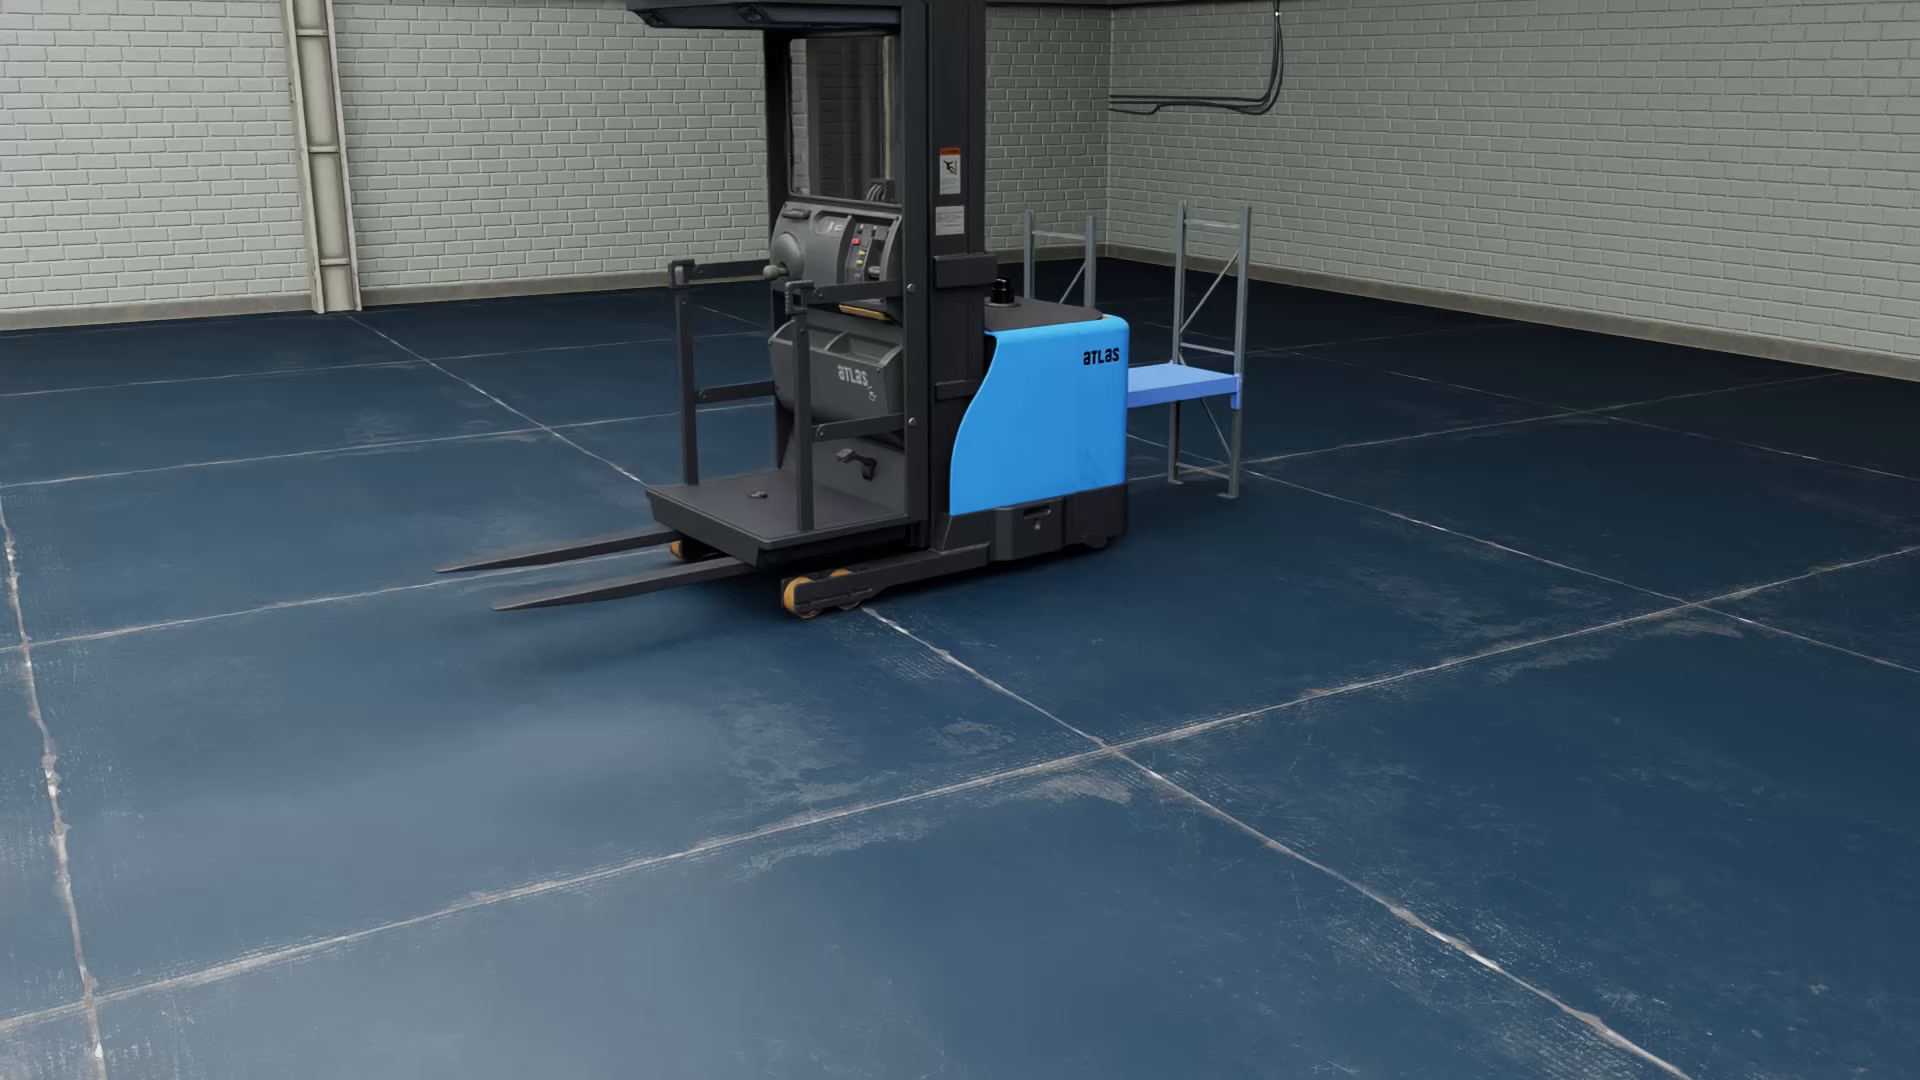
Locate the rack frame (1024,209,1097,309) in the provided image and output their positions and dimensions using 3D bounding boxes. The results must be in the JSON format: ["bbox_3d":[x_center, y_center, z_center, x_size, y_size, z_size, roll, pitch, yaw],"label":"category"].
[{"bbox_3d":[0.475,-0.829,8.090,0.032,1.500,0.500,-11,19,-35],"label":"rack frame"}]

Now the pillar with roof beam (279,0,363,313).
[{"bbox_3d":[-3.637,-5.501,10.863,0.400,9.000,9.100,-9,18,-30],"label":"pillar with roof beam"}]

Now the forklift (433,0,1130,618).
[{"bbox_3d":[-0.703,-1.253,6.951,3.031,2.935,1.130,-11,19,-35],"label":"forklift"}]

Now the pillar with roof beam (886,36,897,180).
[{"bbox_3d":[1.506,-6.335,13.838,0.400,9.000,9.100,-9,18,-30],"label":"pillar with roof beam"}]

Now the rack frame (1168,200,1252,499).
[{"bbox_3d":[1.294,-0.992,8.671,0.032,1.500,0.500,-11,19,-35],"label":"rack frame"}]

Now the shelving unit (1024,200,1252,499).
[{"bbox_3d":[0.884,-0.911,8.380,1.048,1.500,0.538,-11,19,-35],"label":"shelving unit"}]

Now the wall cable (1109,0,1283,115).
[{"bbox_3d":[2.496,-5.940,18.180,0.112,2.526,3.097,-9,18,-30],"label":"wall cable"}]

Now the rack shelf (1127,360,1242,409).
[{"bbox_3d":[0.884,-0.738,8.429,1.000,0.185,0.538,-11,19,-35],"label":"rack shelf"}]
